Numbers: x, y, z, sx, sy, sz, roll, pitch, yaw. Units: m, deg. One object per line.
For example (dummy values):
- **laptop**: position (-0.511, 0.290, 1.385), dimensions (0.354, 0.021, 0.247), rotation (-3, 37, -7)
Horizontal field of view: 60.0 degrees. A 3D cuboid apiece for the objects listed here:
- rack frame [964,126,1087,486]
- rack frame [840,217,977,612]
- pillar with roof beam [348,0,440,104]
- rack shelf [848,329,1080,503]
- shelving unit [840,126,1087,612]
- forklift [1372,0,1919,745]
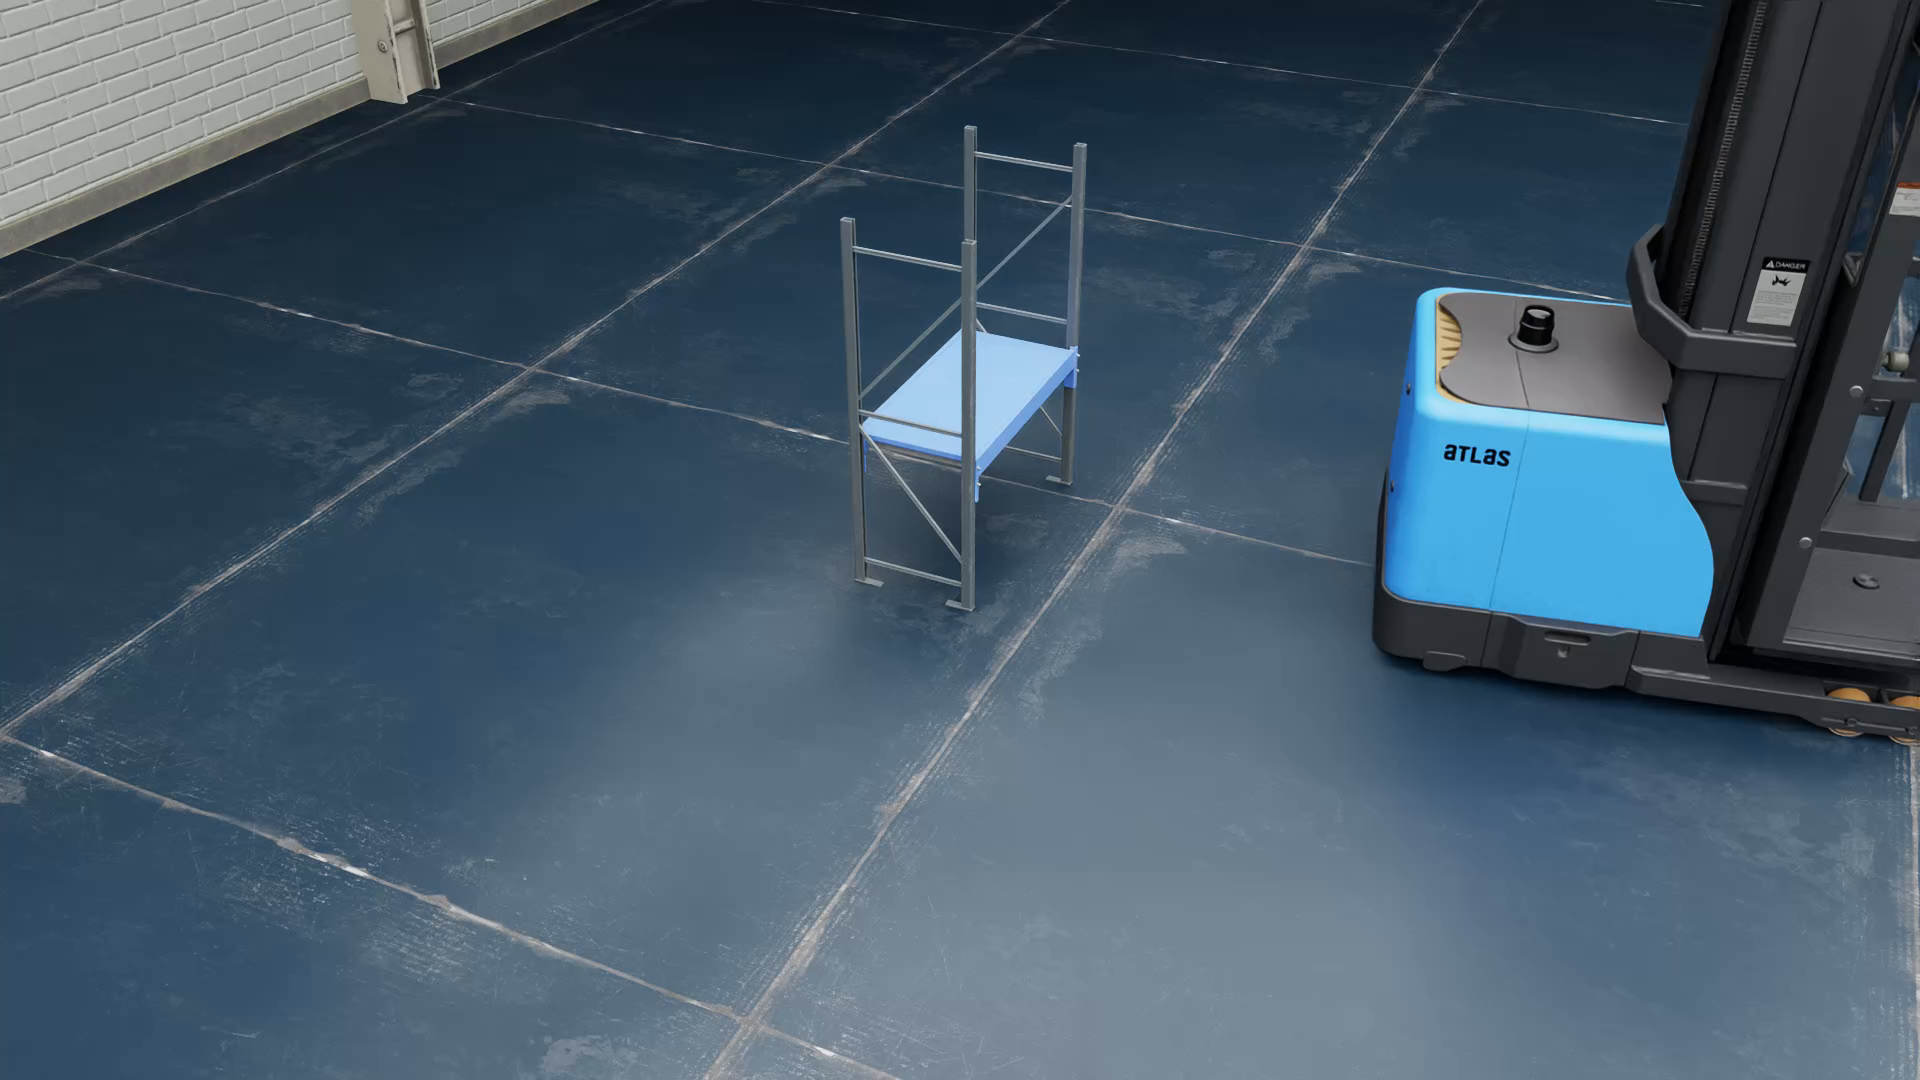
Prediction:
- **rack frame**: position (0.248, -0.923, 6.790), dimensions (0.500, 1.500, 0.032), rotation (14, 36, 20)
- **rack frame**: position (-0.177, -0.416, 6.017), dimensions (0.500, 1.500, 0.032), rotation (14, 36, 20)
- **pillar with roof beam**: position (0.085, -5.856, 7.474), dimensions (9.100, 9.000, 0.400), rotation (14, 36, 20)
- **rack shelf**: position (0.036, -0.519, 6.502), dimensions (0.538, 0.185, 1.000), rotation (14, 36, 20)
- **shelving unit**: position (0.036, -0.670, 6.404), dimensions (0.538, 1.500, 1.048), rotation (14, 36, 20)
- **forklift**: position (3.079, -0.847, 5.369), dimensions (3.031, 2.935, 1.130), rotation (7, 34, 11)
